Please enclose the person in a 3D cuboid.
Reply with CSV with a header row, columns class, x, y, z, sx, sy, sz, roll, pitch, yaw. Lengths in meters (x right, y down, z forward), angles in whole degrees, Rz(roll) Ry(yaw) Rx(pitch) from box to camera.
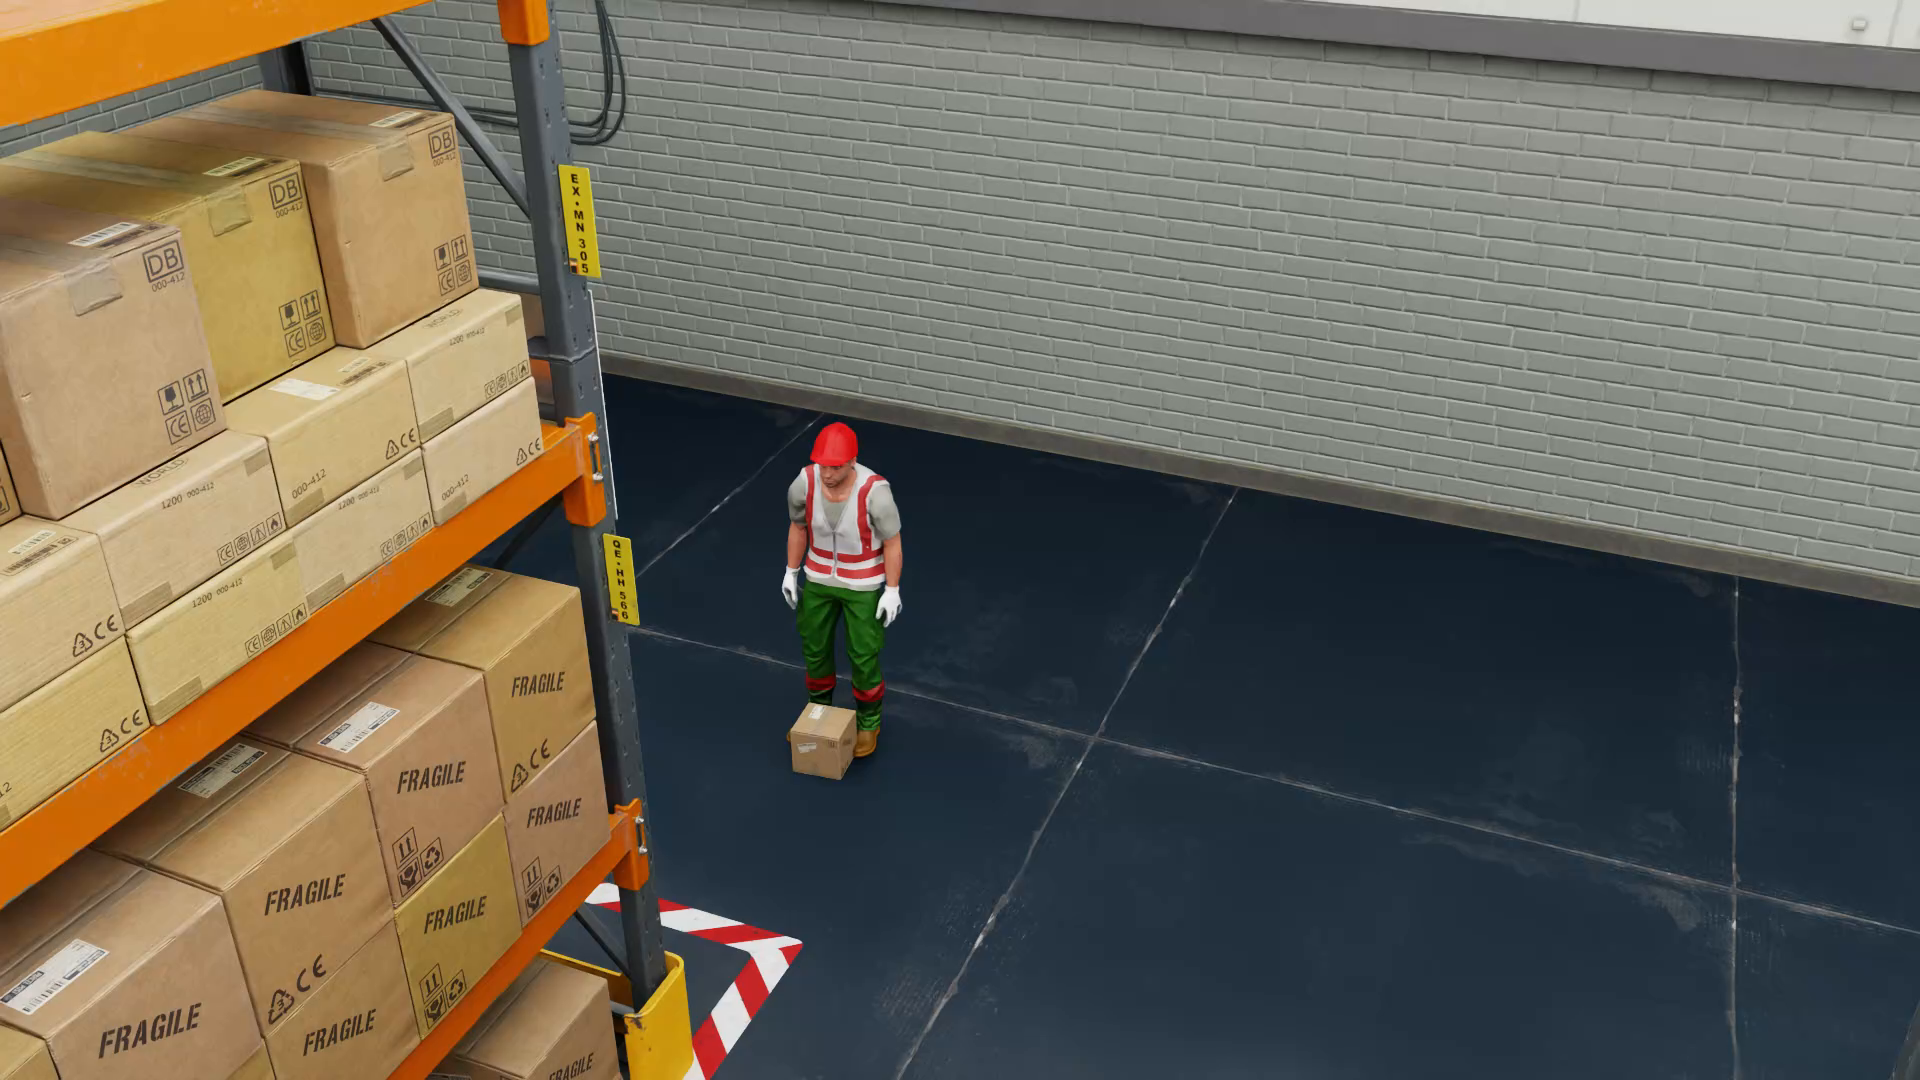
class,x,y,z,sx,sy,sz,roll,pitch,yaw
person,-0.571,0.225,7.988,0.610,1.777,0.452,10,31,17
